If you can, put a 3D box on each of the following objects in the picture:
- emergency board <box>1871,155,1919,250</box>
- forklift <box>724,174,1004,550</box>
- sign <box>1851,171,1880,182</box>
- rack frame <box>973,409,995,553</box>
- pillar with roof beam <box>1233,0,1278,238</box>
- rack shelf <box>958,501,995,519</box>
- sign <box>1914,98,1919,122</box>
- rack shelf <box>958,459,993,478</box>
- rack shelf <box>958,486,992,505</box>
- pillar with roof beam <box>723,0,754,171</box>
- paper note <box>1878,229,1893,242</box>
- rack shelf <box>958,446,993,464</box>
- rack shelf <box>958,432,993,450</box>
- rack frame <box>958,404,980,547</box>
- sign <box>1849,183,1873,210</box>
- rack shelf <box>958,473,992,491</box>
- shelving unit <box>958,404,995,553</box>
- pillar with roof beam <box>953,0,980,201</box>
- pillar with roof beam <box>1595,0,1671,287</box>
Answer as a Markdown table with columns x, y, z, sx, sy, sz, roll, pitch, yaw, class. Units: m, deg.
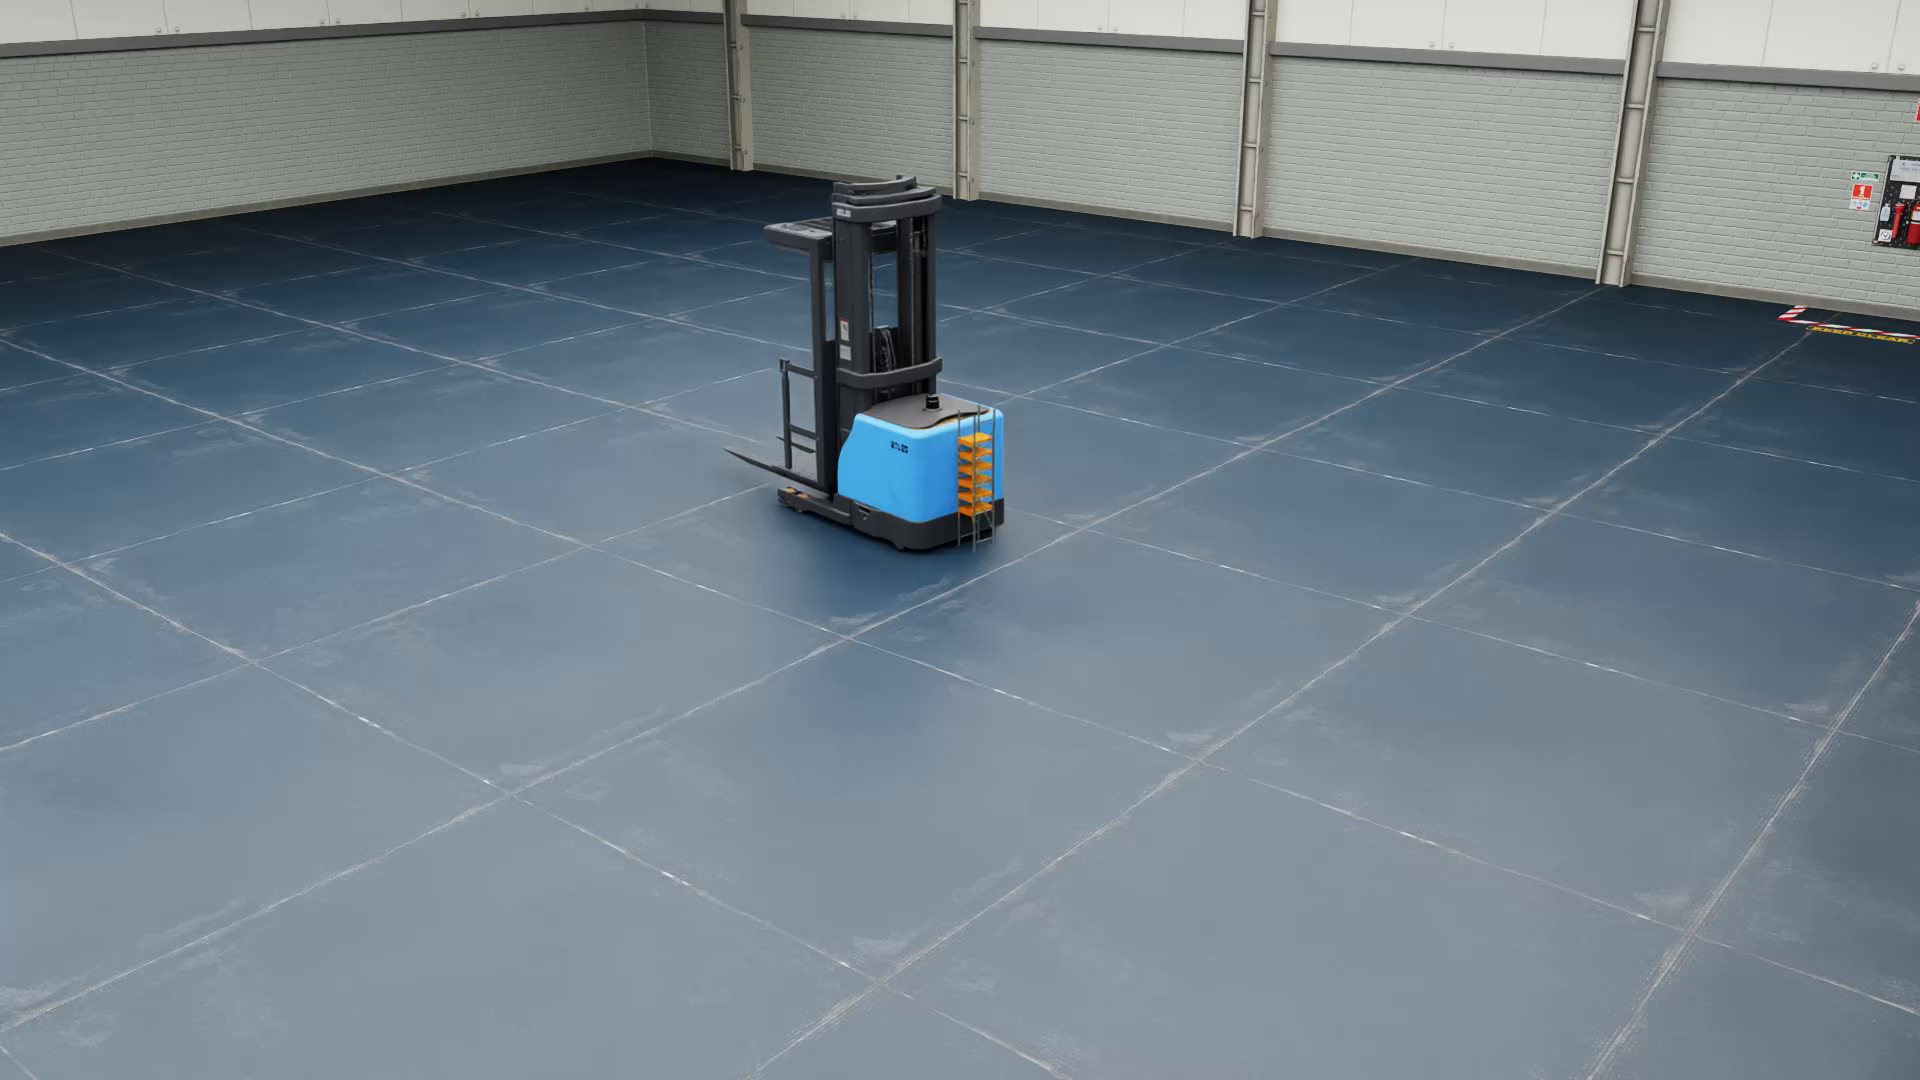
| x | y | z | sx | sy | sz | roll | pitch | yaw | class |
| --- | --- | --- | --- | --- | --- | --- | --- | --- | --- |
| 12.173 | -4.328 | 21.395 | 0.643 | 1.169 | 0.194 | 16 | 26 | 36 | emergency board |
| -0.985 | -1.725 | 14.592 | 1.130 | 2.935 | 3.031 | -18 | 27 | -39 | forklift |
| 11.808 | -4.740 | 21.688 | 0.331 | 0.109 | 0.001 | 16 | 26 | 36 | sign |
| 0.198 | -0.482 | 13.749 | 0.240 | 1.200 | 0.006 | -18 | 27 | -39 | rack frame |
| 2.044 | -8.073 | 22.826 | 0.400 | 9.000 | 9.100 | 16 | 26 | 36 | pillar with roof beam |
| 0.136 | -0.240 | 13.913 | 0.258 | 0.103 | 0.180 | -18 | 27 | -39 | rack shelf |
| 12.230 | -5.441 | 21.063 | 0.199 | 0.298 | 0.001 | 16 | 26 | 36 | sign |
| 0.136 | -0.577 | 13.786 | 0.258 | 0.103 | 0.180 | -18 | 27 | -39 | rack shelf |
| 0.136 | -0.352 | 13.870 | 0.258 | 0.103 | 0.180 | -18 | 27 | -39 | rack shelf |
| -7.252 | -10.751 | 29.925 | 0.400 | 9.000 | 9.100 | 16 | 26 | 36 | pillar with roof beam |
| 12.079 | -3.974 | 21.706 | 0.142 | 0.148 | 0.016 | 16 | 26 | 36 | paper note |
| 0.136 | -0.689 | 13.743 | 0.258 | 0.103 | 0.180 | -18 | 27 | -39 | rack shelf |
| 0.136 | -0.802 | 13.701 | 0.258 | 0.103 | 0.180 | -18 | 27 | -39 | rack shelf |
| 0.074 | -0.530 | 13.876 | 0.240 | 1.200 | 0.006 | -18 | 27 | -39 | rack frame |
| 11.810 | -4.496 | 21.791 | 0.234 | 0.329 | 0.001 | 16 | 26 | 36 | sign |
| 0.136 | -0.465 | 13.828 | 0.258 | 0.103 | 0.180 | -18 | 27 | -39 | rack shelf |
| 0.136 | -0.506 | 13.812 | 0.258 | 1.200 | 0.189 | -18 | 27 | -39 | shelving unit |
| -2.604 | -9.412 | 26.376 | 0.400 | 9.000 | 9.100 | 16 | 26 | 36 | pillar with roof beam |
| 6.693 | -6.735 | 19.276 | 0.400 | 9.000 | 9.100 | 16 | 26 | 36 | pillar with roof beam |
